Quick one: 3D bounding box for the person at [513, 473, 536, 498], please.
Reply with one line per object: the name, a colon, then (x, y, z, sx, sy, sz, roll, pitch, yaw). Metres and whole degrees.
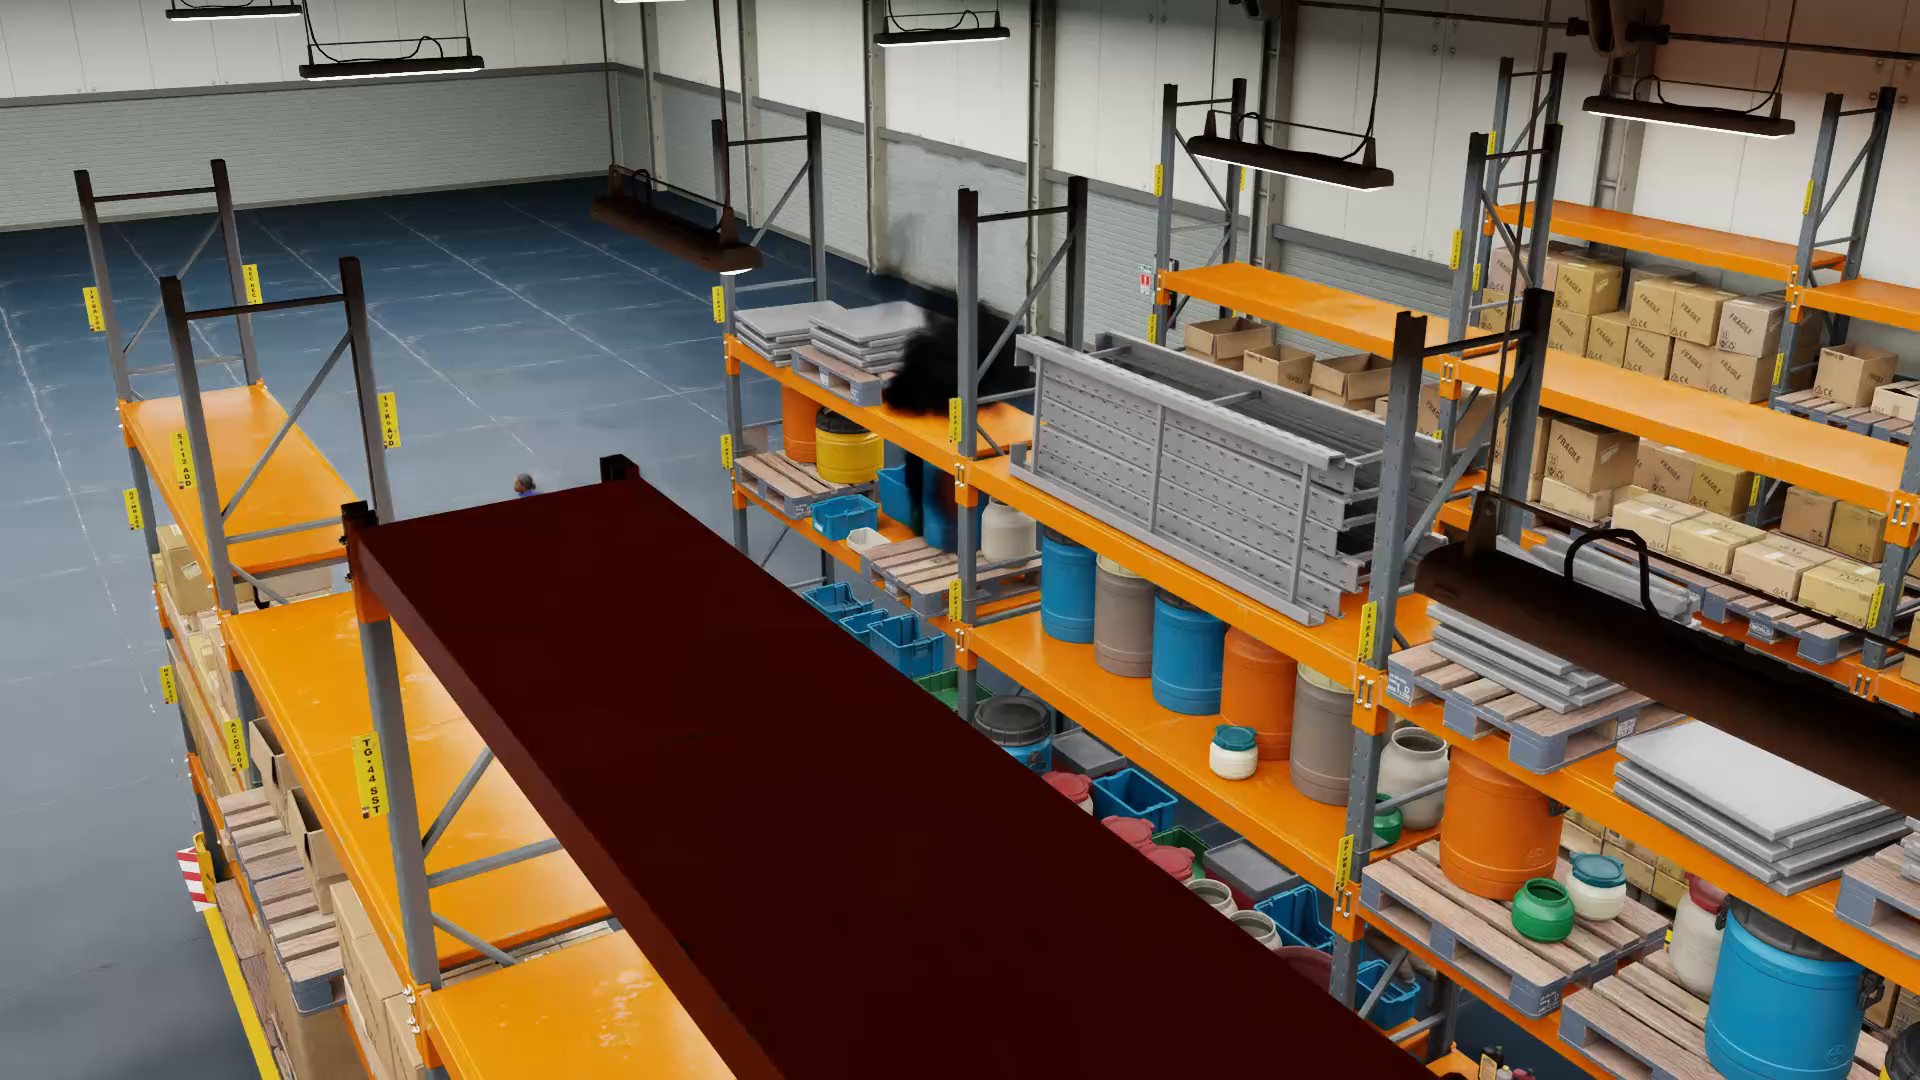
person: (-4.869, -0.015, 19.274, 0.768, 1.624, 0.565, -4, 22, -10)

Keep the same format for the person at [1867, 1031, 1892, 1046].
person: (5.498, 3.683, 10.138, 0.537, 1.584, 0.732, -20, 30, -41)

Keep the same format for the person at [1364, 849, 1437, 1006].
person: (3.300, 2.710, 12.237, 0.664, 1.569, 0.714, -17, 27, -36)
